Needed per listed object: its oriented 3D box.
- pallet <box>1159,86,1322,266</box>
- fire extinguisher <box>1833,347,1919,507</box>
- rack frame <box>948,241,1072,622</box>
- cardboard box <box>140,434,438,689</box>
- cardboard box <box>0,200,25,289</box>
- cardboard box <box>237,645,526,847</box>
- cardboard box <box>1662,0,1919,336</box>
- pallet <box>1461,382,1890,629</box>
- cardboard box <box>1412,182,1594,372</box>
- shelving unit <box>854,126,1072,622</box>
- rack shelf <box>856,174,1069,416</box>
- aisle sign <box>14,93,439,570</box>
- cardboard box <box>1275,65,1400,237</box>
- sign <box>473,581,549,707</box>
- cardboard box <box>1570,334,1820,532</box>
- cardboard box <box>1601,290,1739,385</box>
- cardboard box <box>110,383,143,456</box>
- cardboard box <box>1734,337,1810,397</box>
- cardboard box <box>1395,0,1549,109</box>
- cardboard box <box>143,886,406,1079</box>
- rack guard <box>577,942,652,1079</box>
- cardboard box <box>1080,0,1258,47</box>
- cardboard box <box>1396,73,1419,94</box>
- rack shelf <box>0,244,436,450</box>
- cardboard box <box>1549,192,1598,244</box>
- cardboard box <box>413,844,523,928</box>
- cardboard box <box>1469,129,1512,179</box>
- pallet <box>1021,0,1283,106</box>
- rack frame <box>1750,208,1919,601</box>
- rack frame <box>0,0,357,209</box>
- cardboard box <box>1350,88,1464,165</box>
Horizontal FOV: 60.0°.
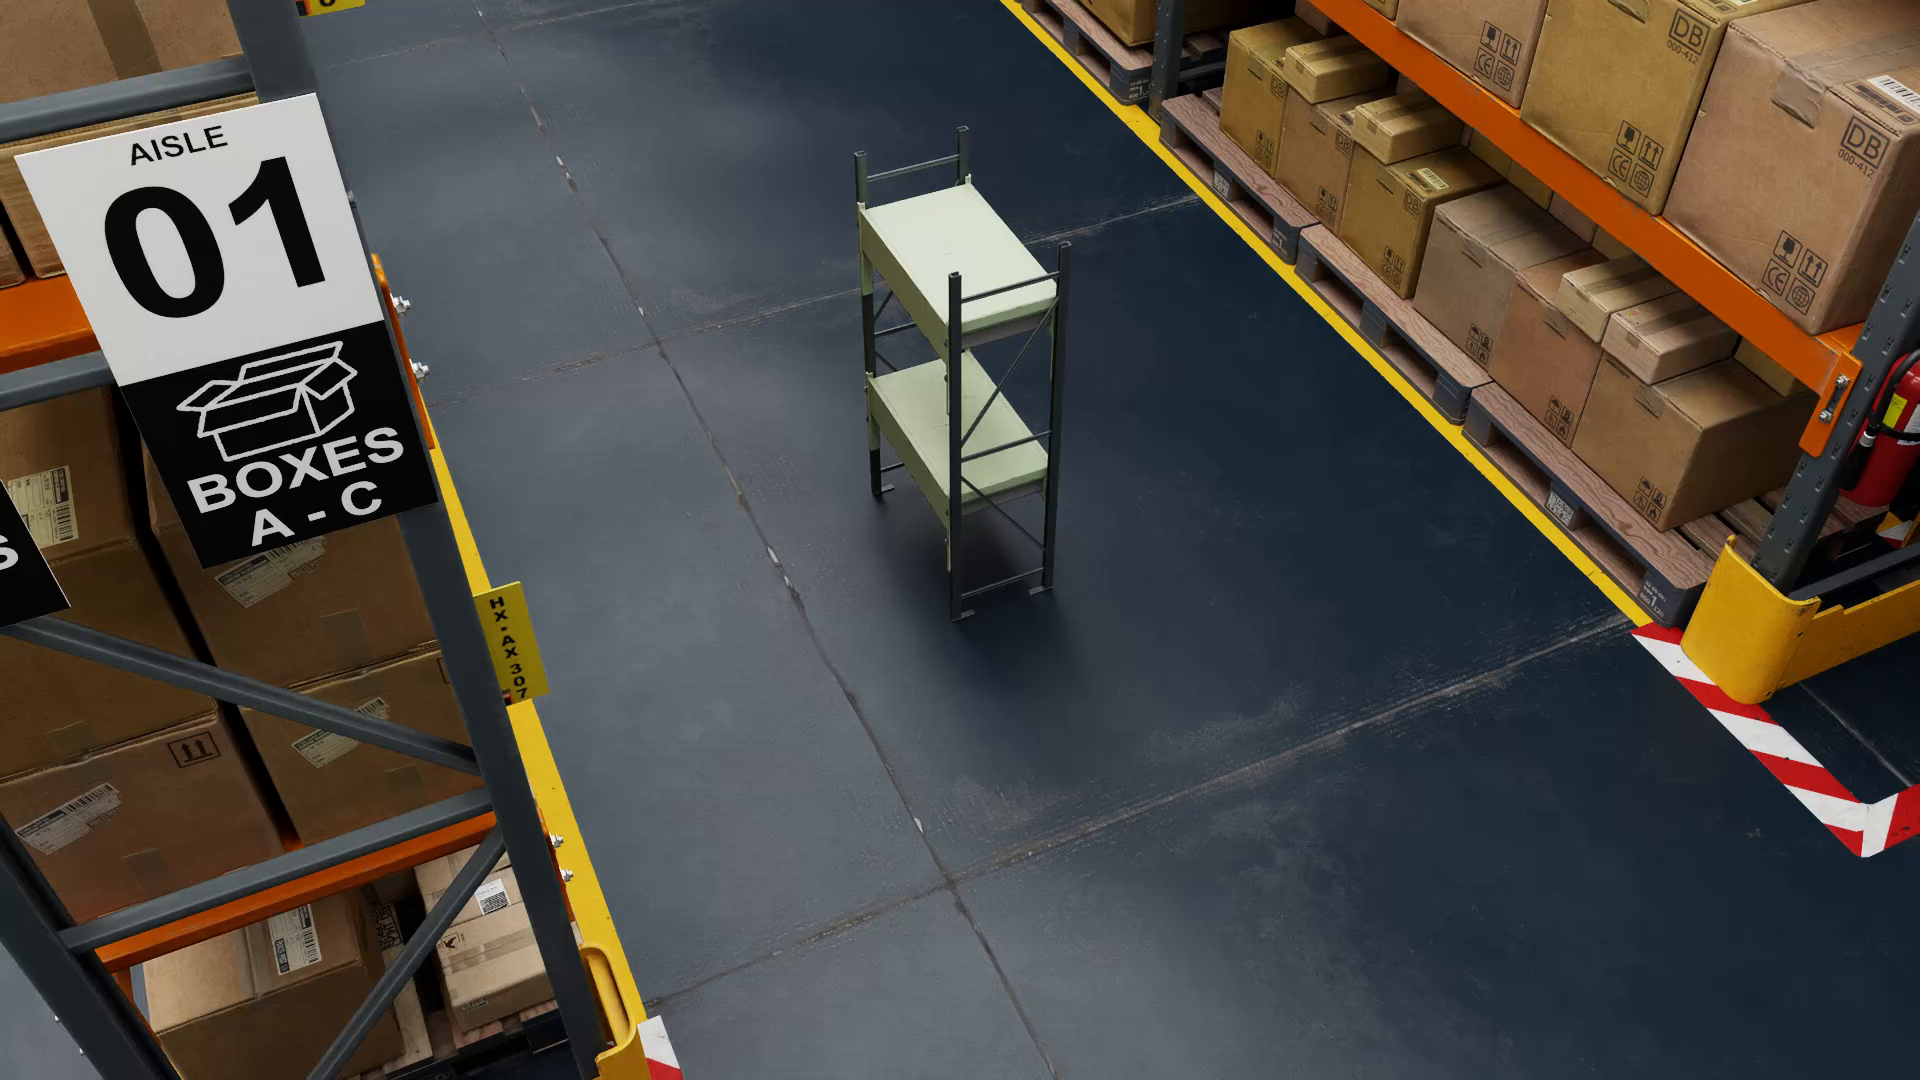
[{"bbox_3d":[1.679,-1.835,7.960,1.003,0.211,1.213,-18,47,-17],"label":"pallet"},{"bbox_3d":[2.757,-0.394,4.834,0.296,0.674,0.183,-18,47,-17],"label":"fire extinguisher"},{"bbox_3d":[0.151,-0.305,5.491,0.400,1.500,0.023,-18,47,-17],"label":"rack frame"},{"bbox_3d":[-1.328,-0.073,3.406,0.500,0.500,0.500,-17,47,-16],"label":"cardboard box"},{"bbox_3d":[-1.836,-0.585,2.679,0.500,0.250,0.500,-18,47,-17],"label":"cardboard box"},{"bbox_3d":[-1.328,0.282,3.757,0.500,0.500,0.500,-17,47,-17],"label":"cardboard box"},{"bbox_3d":[2.889,-1.215,5.133,0.980,0.700,0.700,-16,47,-16],"label":"cardboard box"},{"bbox_3d":[2.705,-0.280,6.384,1.003,0.211,1.213,-18,47,-17],"label":"pallet"},{"bbox_3d":[2.305,-1.102,6.712,0.700,0.500,0.500,-19,48,-19],"label":"cardboard box"},{"bbox_3d":[-0.003,-0.538,5.728,0.431,1.500,0.755,-18,47,-17],"label":"shelving unit"},{"bbox_3d":[-0.003,-0.816,5.453,0.431,0.370,0.720,-18,47,-17],"label":"rack shelf"},{"bbox_3d":[-1.085,-0.290,2.557,0.394,0.787,0.004,-18,47,-17],"label":"aisle sign"},{"bbox_3d":[1.860,-1.767,7.386,0.700,0.500,0.500,-18,48,-18],"label":"cardboard box"},{"bbox_3d":[-0.888,0.210,3.285,0.100,0.325,0.005,-18,47,-17],"label":"sign"},{"bbox_3d":[2.727,-0.463,6.064,0.700,0.500,0.500,-18,47,-17],"label":"cardboard box"},{"bbox_3d":[2.508,-0.722,5.865,0.380,0.149,0.250,-19,48,-18],"label":"cardboard box"},{"bbox_3d":[-2.030,-0.237,3.571,0.500,0.500,0.500,-17,47,-16],"label":"cardboard box"},{"bbox_3d":[2.962,-0.673,5.815,0.380,0.149,0.250,-18,47,-17],"label":"cardboard box"},{"bbox_3d":[2.261,-2.164,6.094,0.980,0.700,0.700,-20,48,-19],"label":"cardboard box"},{"bbox_3d":[-1.832,1.138,4.427,0.500,0.500,0.500,-18,47,-17],"label":"cardboard box"},{"bbox_3d":[-1.412,1.520,4.354,1.175,0.500,0.348,-18,47,-17],"label":"rack guard"},{"bbox_3d":[1.039,-3.096,8.483,0.750,0.750,0.750,-18,47,-17],"label":"cardboard box"},{"bbox_3d":[2.106,-1.968,7.127,0.380,0.149,0.250,-19,48,-19],"label":"cardboard box"},{"bbox_3d":[-2.221,-1.407,3.917,1.077,0.370,4.000,-18,47,-17],"label":"rack shelf"},{"bbox_3d":[2.535,-1.317,6.468,0.380,0.149,0.250,-17,47,-17],"label":"cardboard box"},{"bbox_3d":[-1.350,1.003,4.802,0.380,0.166,0.250,-18,47,-17],"label":"cardboard box"},{"bbox_3d":[2.321,-1.642,6.797,0.380,0.149,0.250,-19,48,-18],"label":"cardboard box"},{"bbox_3d":[1.038,-2.813,8.950,1.003,0.211,1.213,-18,47,-17],"label":"pallet"},{"bbox_3d":[3.113,-0.787,4.912,1.000,3.000,0.127,-18,47,-17],"label":"rack frame"},{"bbox_3d":[-1.380,-1.457,1.319,1.000,3.000,0.127,-18,47,-17],"label":"rack frame"},{"bbox_3d":[1.850,-1.715,6.871,0.380,0.149,0.250,-19,48,-19],"label":"cardboard box"}]
